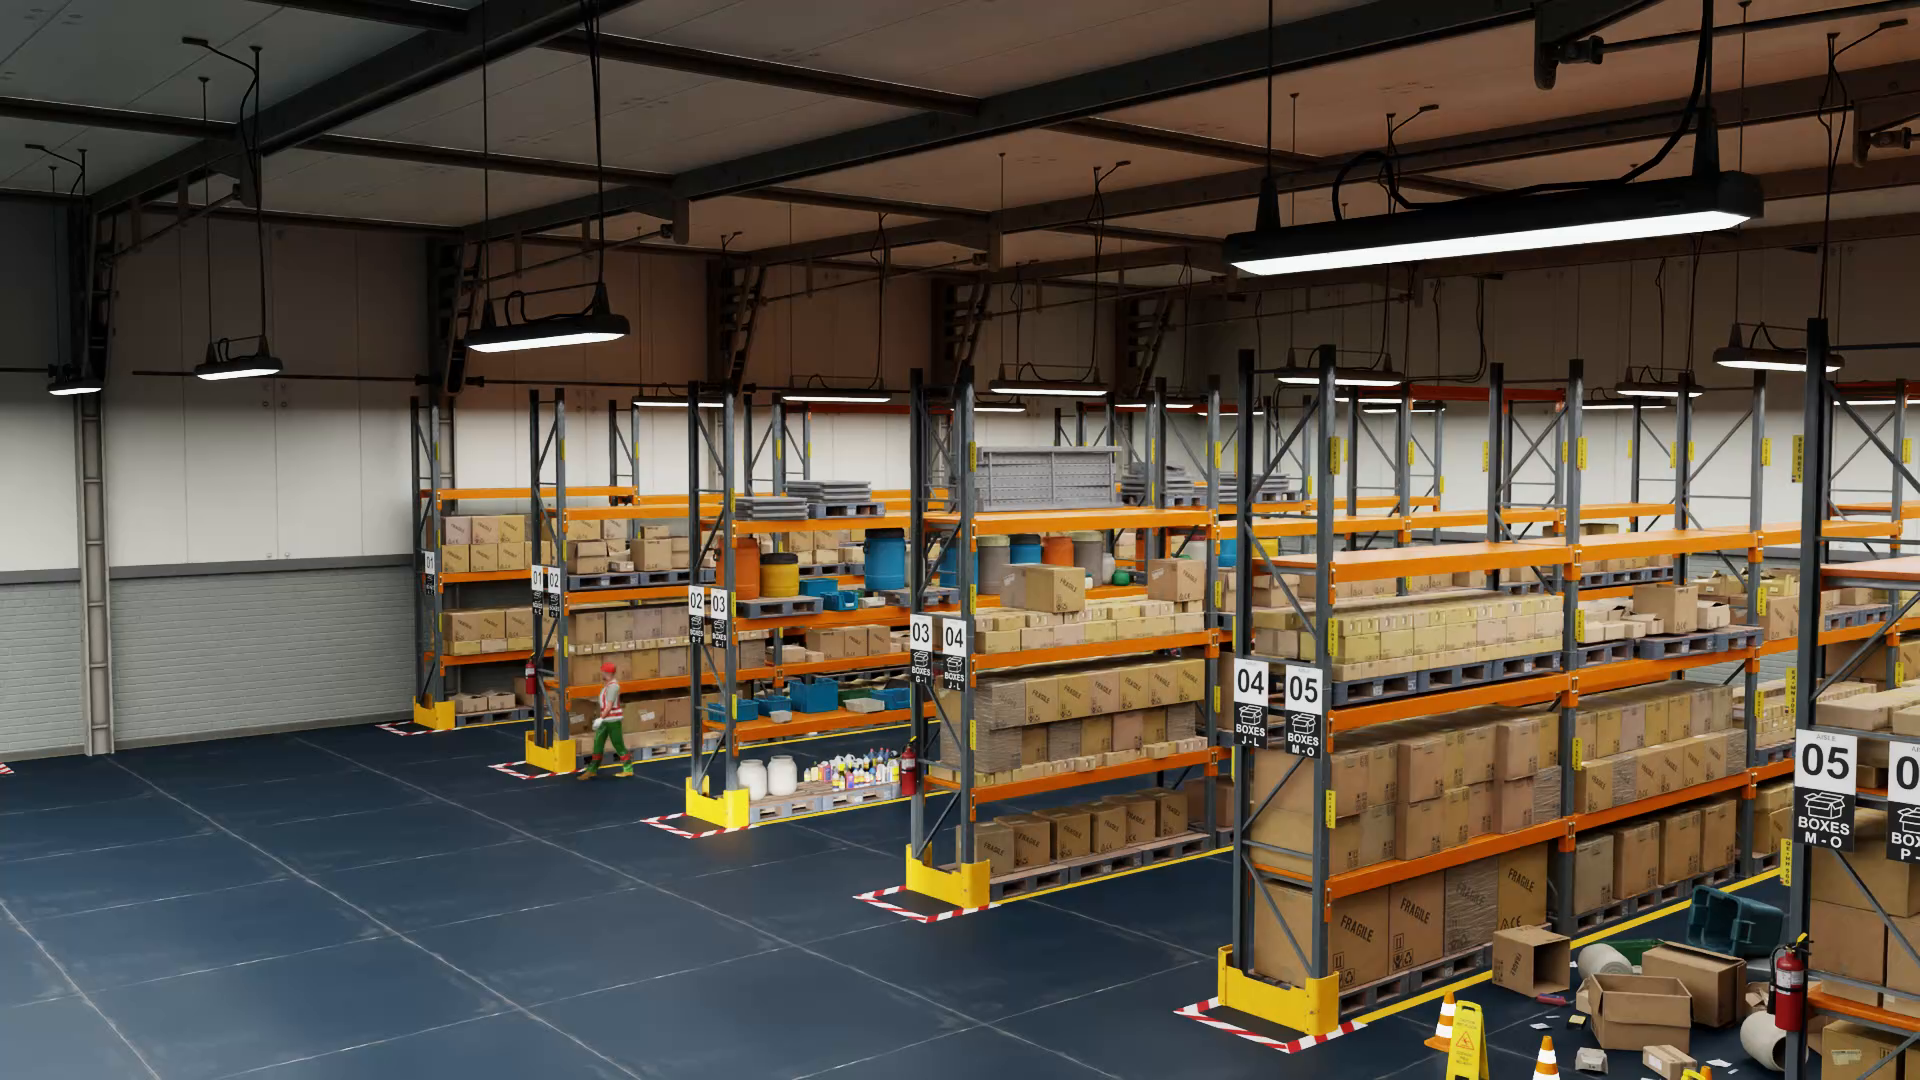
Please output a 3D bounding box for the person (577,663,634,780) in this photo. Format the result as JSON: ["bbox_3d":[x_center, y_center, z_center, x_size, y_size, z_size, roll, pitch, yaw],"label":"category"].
[{"bbox_3d":[-5.436,2.767,25.439,0.848,1.774,0.552,-2,4,-24],"label":"person"}]
